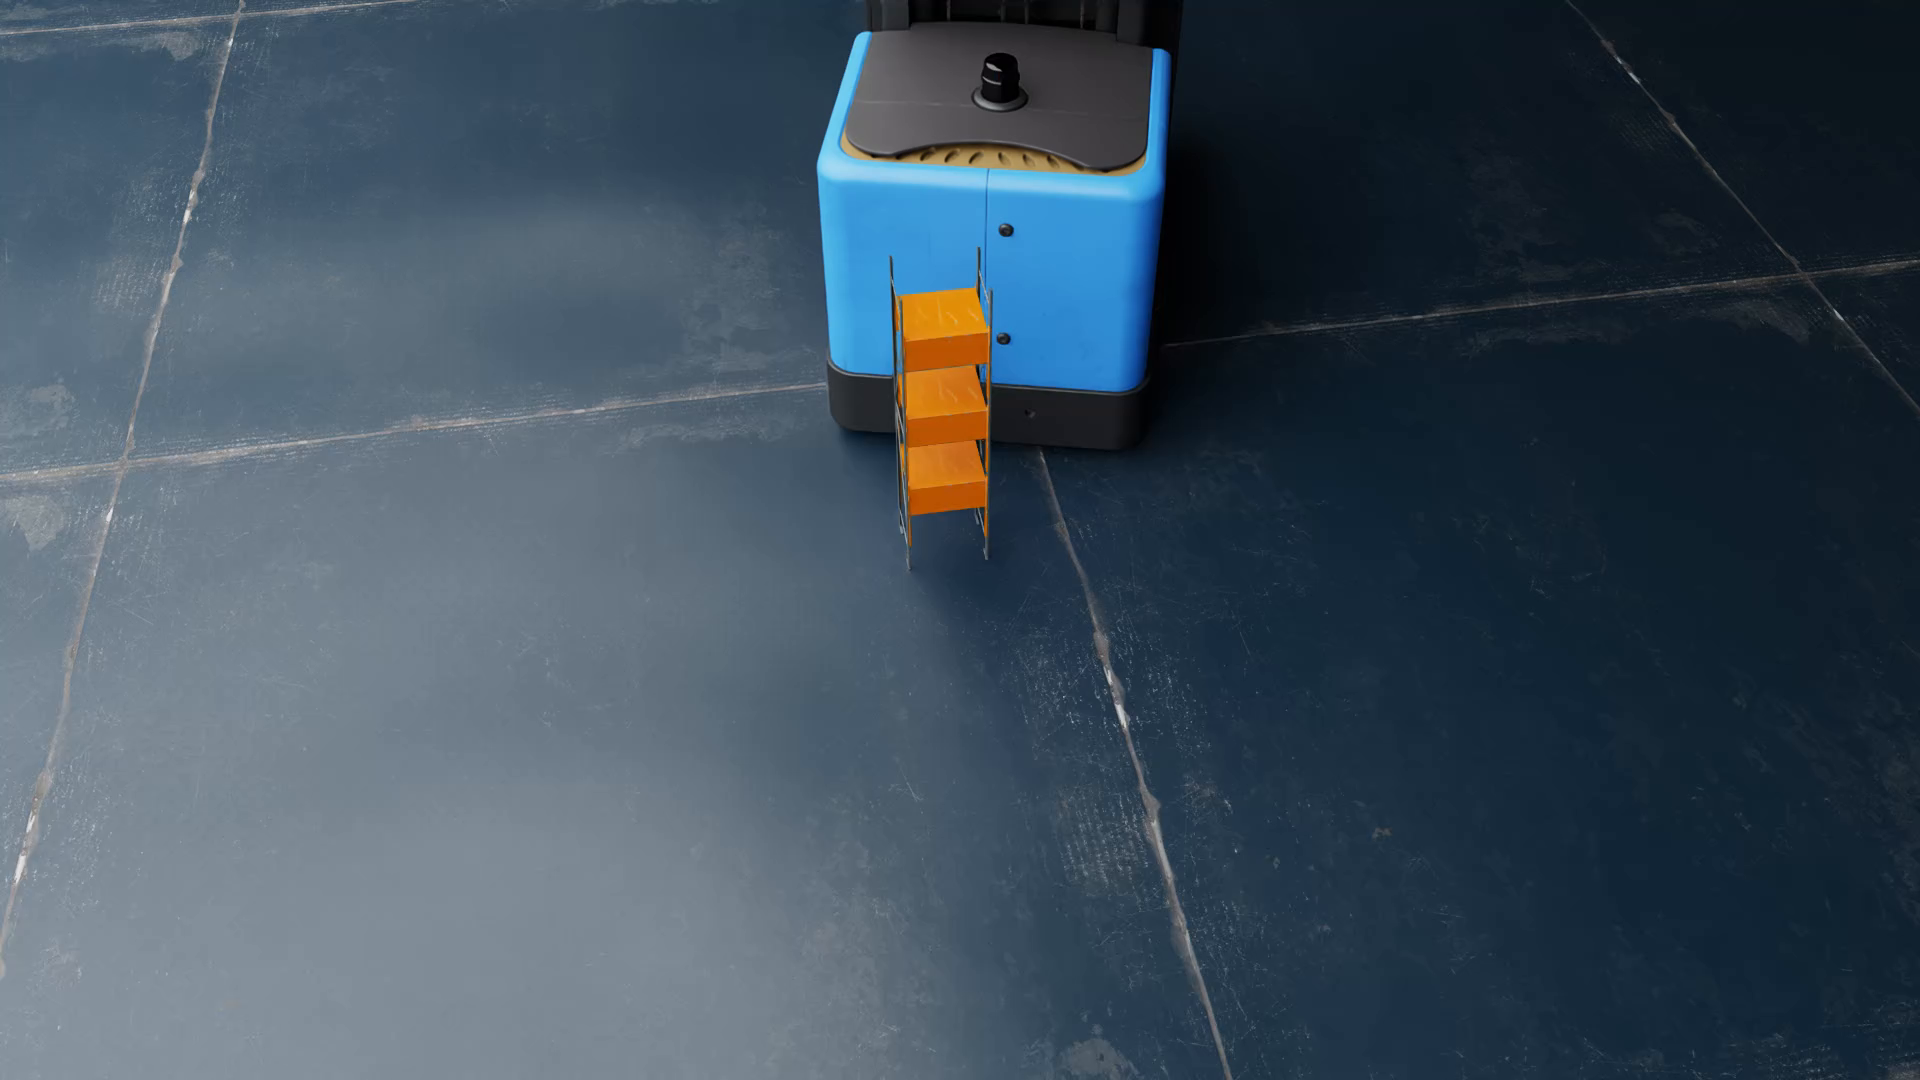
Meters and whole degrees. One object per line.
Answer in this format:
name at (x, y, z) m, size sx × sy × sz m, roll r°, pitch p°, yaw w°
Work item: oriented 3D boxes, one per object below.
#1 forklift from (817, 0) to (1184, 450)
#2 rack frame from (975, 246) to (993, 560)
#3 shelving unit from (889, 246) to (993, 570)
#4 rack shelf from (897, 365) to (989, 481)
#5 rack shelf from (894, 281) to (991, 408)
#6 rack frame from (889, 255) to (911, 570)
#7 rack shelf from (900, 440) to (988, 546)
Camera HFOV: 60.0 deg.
forklift at (0.246, -2.378, 5.506) m, size 1.130 × 2.935 × 3.031 m, roll 5°, pitch 46°, yaw 4°
rack frame at (0.067, -0.373, 4.880) m, size 0.008 × 1.050 × 0.200 m, roll -7°, pitch 46°, yaw -7°
shelving unit at (-0.053, -0.358, 4.866) m, size 0.252 × 1.050 × 0.215 m, roll -7°, pitch 46°, yaw -7°
rack shelf at (-0.053, -0.350, 4.873) m, size 0.240 × 0.259 × 0.215 m, roll -7°, pitch 46°, yaw -7°
rack shelf at (-0.053, -0.547, 4.669) m, size 0.240 × 0.259 × 0.215 m, roll -7°, pitch 46°, yaw -7°
rack frame at (-0.173, -0.343, 4.851) m, size 0.008 × 1.050 × 0.200 m, roll -7°, pitch 46°, yaw -7°
rack shelf at (-0.053, -0.158, 5.073) m, size 0.240 × 0.259 × 0.215 m, roll -7°, pitch 46°, yaw -7°
